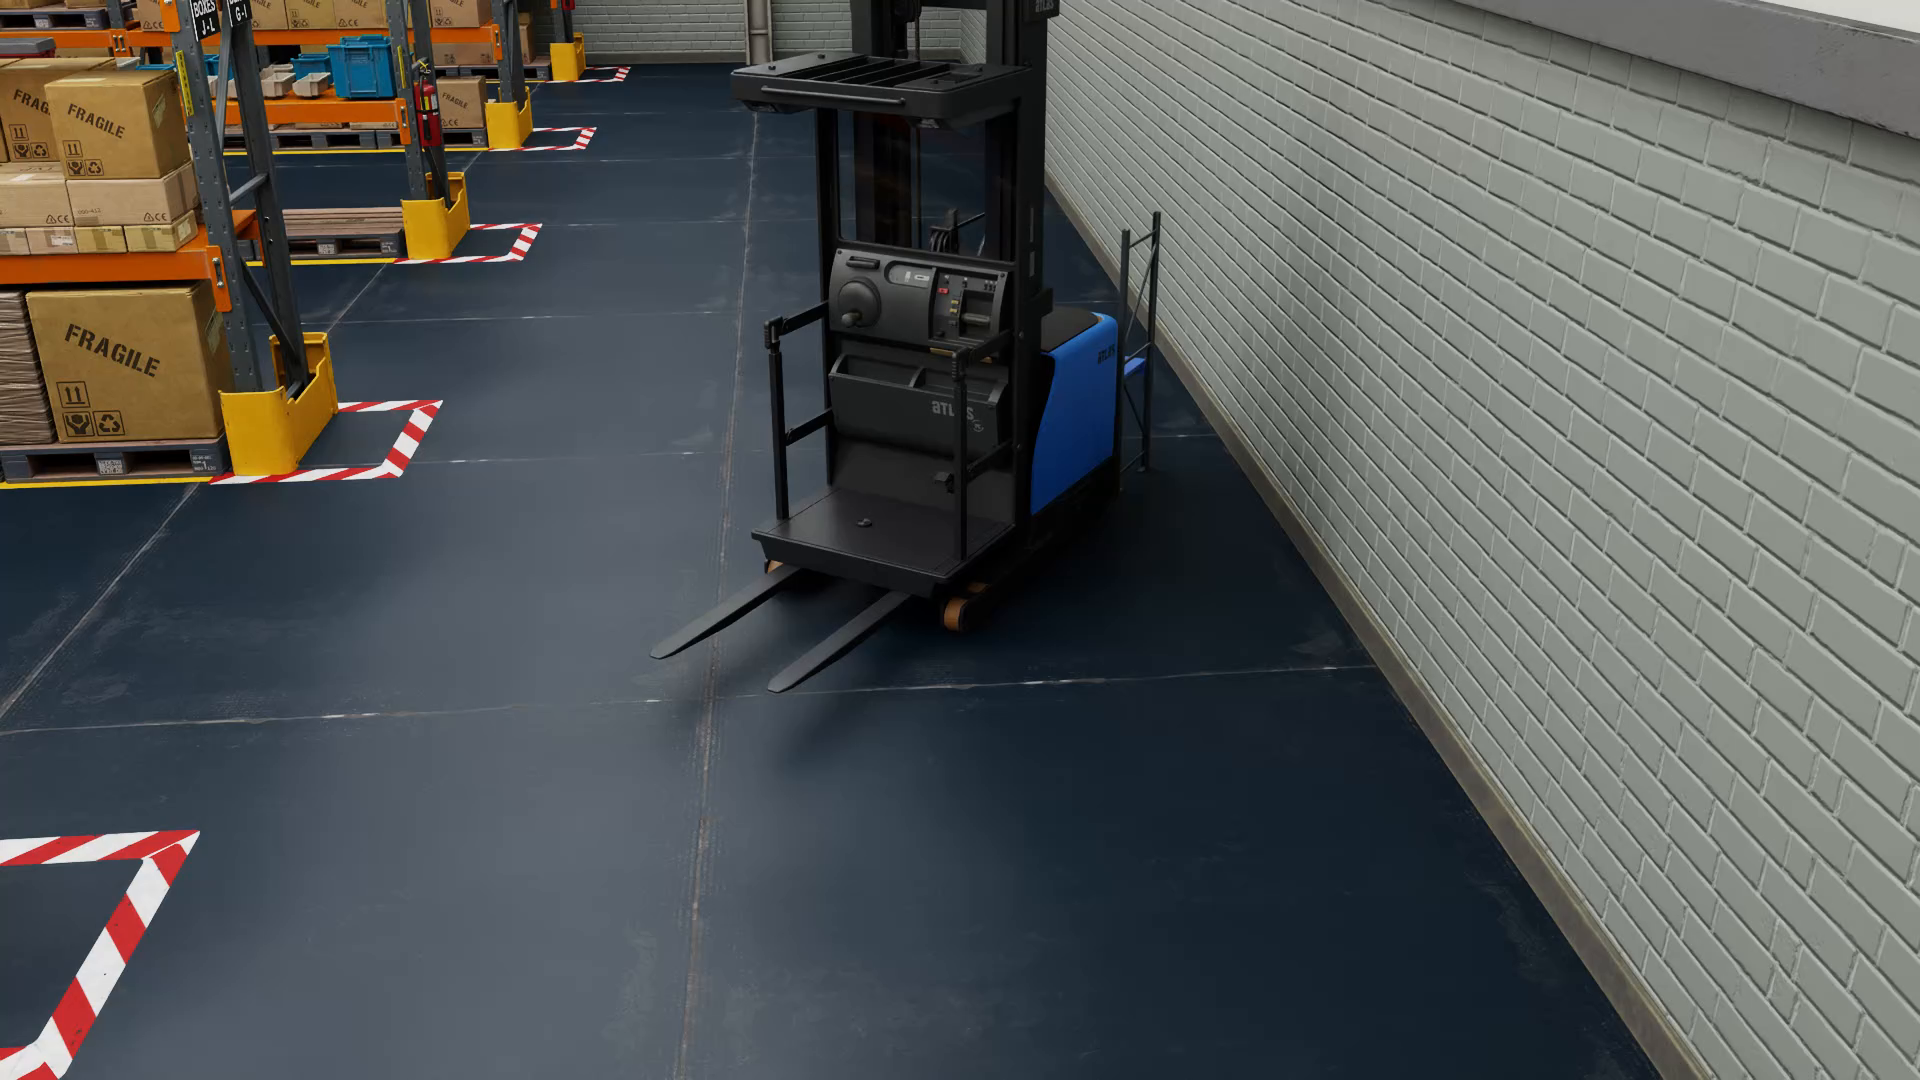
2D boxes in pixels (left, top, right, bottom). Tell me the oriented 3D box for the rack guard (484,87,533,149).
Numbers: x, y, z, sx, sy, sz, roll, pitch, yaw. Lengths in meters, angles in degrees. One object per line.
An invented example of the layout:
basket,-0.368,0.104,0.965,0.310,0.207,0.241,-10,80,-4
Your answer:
rack guard,-5.151,-4.836,19.014,0.348,0.500,1.175,-2,24,-5

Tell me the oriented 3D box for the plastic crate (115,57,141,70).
plastic crate,-7.035,-3.779,13.631,0.530,0.282,0.437,-2,24,-5

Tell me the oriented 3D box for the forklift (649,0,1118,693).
forklift,-0.304,-1.116,7.652,1.130,2.935,3.031,13,27,26

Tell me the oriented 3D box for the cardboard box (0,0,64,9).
cardboard box,-10.227,-6.077,18.090,0.500,0.500,0.700,1,24,3

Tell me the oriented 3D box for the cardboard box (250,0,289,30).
cardboard box,-7.515,-5.818,18.023,0.500,0.500,0.500,-2,24,-5

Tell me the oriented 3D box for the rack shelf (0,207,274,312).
rack shelf,-6.096,-1.568,9.471,4.000,0.370,1.077,-2,24,-5

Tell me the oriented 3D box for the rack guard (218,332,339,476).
rack guard,-4.081,-0.836,10.014,0.348,0.500,1.175,-2,24,-5

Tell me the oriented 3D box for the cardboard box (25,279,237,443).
cardboard box,-4.734,-1.140,9.720,0.875,0.875,0.875,-2,24,-5

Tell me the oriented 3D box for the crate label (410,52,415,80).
crate label,-4.870,-4.053,14.308,0.303,0.233,0.416,-2,24,-5

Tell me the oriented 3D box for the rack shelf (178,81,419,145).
rack shelf,-6.583,-3.570,13.975,4.000,0.370,1.077,-2,24,-5

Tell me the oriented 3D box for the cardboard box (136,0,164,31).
cardboard box,-8.522,-5.777,17.932,0.500,0.500,0.500,-2,24,-4

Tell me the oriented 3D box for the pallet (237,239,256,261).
pallet,-6.628,-2.640,14.429,1.213,0.211,1.003,-2,24,-5

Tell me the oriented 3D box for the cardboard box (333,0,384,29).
cardboard box,-6.507,-5.859,18.116,0.500,0.500,0.500,-2,24,-5

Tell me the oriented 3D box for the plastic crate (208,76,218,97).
plastic crate,-6.243,-3.734,13.708,0.250,0.136,0.298,-2,24,-5

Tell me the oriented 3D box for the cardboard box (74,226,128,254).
cardboard box,-4.686,-1.704,9.199,0.250,0.149,0.380,-2,24,-5

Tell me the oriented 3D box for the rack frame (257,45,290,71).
rack frame,-9.547,-7.823,22.658,0.127,3.000,1.000,-2,24,-5

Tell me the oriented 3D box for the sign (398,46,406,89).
sign,-4.522,-3.832,13.477,0.005,0.325,0.100,-2,24,-5

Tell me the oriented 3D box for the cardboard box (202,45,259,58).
cardboard box,-10.181,-6.955,22.833,0.750,0.750,0.750,-2,24,-5

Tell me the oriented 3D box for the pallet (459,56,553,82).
pallet,-6.354,-6.645,23.441,1.213,0.211,1.003,-2,24,-5

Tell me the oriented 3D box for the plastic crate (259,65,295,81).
plastic crate,-5.873,-4.002,14.313,0.298,0.136,0.250,-2,24,-5

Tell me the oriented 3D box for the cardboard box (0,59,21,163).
cardboard box,-5.622,-2.434,9.428,0.500,0.500,0.500,-3,24,-7

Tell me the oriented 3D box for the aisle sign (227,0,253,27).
aisle sign,-4.063,-3.289,9.256,0.004,0.787,0.394,-2,24,-5

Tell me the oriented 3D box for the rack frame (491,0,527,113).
rack frame,-5.075,-5.981,18.513,0.127,3.000,1.000,-2,24,-5

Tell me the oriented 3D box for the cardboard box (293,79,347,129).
cardboard box,-7.187,-4.959,18.745,0.637,0.503,0.797,-2,24,-5

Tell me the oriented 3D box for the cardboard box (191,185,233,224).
cardboard box,-4.491,-1.981,9.824,0.250,0.149,0.380,-2,24,-5

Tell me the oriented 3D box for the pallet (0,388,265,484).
pallet,-4.893,-0.639,9.928,1.213,0.211,1.003,-2,24,-5

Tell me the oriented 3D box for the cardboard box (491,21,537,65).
cardboard box,-6.253,-6.964,23.286,0.500,0.500,0.700,-2,24,-5

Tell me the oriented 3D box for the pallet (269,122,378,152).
pallet,-7.156,-4.624,18.894,1.213,0.211,1.003,-2,24,-5

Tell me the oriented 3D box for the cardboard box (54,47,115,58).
cardboard box,-11.910,-6.882,22.670,0.750,0.750,0.750,-2,24,-5

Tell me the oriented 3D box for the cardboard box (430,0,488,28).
cardboard box,-5.494,-5.899,18.205,0.500,0.500,0.500,-2,24,-4

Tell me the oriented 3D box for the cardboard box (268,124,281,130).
cardboard box,-7.757,-4.696,18.568,0.250,0.166,0.380,-2,24,-5

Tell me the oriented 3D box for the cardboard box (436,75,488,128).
cardboard box,-5.592,-4.919,18.659,0.500,0.500,0.500,-2,24,-5

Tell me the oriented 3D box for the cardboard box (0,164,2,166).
cardboard box,-5.573,-1.877,9.099,0.500,0.250,0.500,-3,24,-7

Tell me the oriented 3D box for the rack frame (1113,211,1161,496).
rack frame,0.974,-1.024,9.208,0.032,1.500,0.500,12,26,24

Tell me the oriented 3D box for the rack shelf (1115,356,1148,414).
rack shelf,0.521,-0.953,9.491,1.000,0.185,0.538,12,26,24

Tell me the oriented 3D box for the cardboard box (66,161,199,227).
cardboard box,-4.562,-1.918,9.190,0.500,0.250,0.500,-3,24,-6

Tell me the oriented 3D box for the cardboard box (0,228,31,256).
cardboard box,-5.185,-1.684,9.156,0.250,0.149,0.380,-2,24,-4

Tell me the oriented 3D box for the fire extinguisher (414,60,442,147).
fire extinguisher,-4.397,-3.595,13.700,0.183,0.674,0.296,-2,24,-5

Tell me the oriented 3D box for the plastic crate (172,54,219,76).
plastic crate,-6.479,-3.988,14.162,0.300,0.233,0.416,-2,24,-5

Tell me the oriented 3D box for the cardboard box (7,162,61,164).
cardboard box,-5.126,-2.111,9.624,0.500,0.250,0.500,-3,24,-6

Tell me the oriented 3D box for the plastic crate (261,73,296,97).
plastic crate,-5.676,-3.774,13.799,0.243,0.136,0.396,-2,24,-5

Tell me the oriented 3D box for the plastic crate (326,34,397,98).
plastic crate,-4.907,-3.933,13.789,0.499,0.435,0.616,-2,24,-5

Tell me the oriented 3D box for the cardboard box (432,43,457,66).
cardboard box,-7.251,-6.924,23.196,0.500,0.500,0.700,-3,24,-7

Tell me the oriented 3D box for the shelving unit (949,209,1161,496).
shelving unit,0.521,-1.118,9.418,1.048,1.500,0.538,12,26,24

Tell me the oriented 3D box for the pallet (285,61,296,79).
pallet,-8.782,-6.548,23.222,1.213,0.211,1.003,-2,24,-5

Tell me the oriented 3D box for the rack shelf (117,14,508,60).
rack shelf,-7.066,-5.572,18.480,4.000,0.370,1.077,-2,24,-5

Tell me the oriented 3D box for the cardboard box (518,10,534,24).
cardboard box,-6.148,-7.347,23.348,0.250,0.149,0.380,-2,24,-5

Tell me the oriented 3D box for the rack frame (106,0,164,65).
rack frame,-9.056,-5.821,18.154,0.127,3.000,1.000,-2,24,-5

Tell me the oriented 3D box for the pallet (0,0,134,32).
pallet,-9.862,-5.746,18.221,1.213,0.211,1.003,-2,24,-5
